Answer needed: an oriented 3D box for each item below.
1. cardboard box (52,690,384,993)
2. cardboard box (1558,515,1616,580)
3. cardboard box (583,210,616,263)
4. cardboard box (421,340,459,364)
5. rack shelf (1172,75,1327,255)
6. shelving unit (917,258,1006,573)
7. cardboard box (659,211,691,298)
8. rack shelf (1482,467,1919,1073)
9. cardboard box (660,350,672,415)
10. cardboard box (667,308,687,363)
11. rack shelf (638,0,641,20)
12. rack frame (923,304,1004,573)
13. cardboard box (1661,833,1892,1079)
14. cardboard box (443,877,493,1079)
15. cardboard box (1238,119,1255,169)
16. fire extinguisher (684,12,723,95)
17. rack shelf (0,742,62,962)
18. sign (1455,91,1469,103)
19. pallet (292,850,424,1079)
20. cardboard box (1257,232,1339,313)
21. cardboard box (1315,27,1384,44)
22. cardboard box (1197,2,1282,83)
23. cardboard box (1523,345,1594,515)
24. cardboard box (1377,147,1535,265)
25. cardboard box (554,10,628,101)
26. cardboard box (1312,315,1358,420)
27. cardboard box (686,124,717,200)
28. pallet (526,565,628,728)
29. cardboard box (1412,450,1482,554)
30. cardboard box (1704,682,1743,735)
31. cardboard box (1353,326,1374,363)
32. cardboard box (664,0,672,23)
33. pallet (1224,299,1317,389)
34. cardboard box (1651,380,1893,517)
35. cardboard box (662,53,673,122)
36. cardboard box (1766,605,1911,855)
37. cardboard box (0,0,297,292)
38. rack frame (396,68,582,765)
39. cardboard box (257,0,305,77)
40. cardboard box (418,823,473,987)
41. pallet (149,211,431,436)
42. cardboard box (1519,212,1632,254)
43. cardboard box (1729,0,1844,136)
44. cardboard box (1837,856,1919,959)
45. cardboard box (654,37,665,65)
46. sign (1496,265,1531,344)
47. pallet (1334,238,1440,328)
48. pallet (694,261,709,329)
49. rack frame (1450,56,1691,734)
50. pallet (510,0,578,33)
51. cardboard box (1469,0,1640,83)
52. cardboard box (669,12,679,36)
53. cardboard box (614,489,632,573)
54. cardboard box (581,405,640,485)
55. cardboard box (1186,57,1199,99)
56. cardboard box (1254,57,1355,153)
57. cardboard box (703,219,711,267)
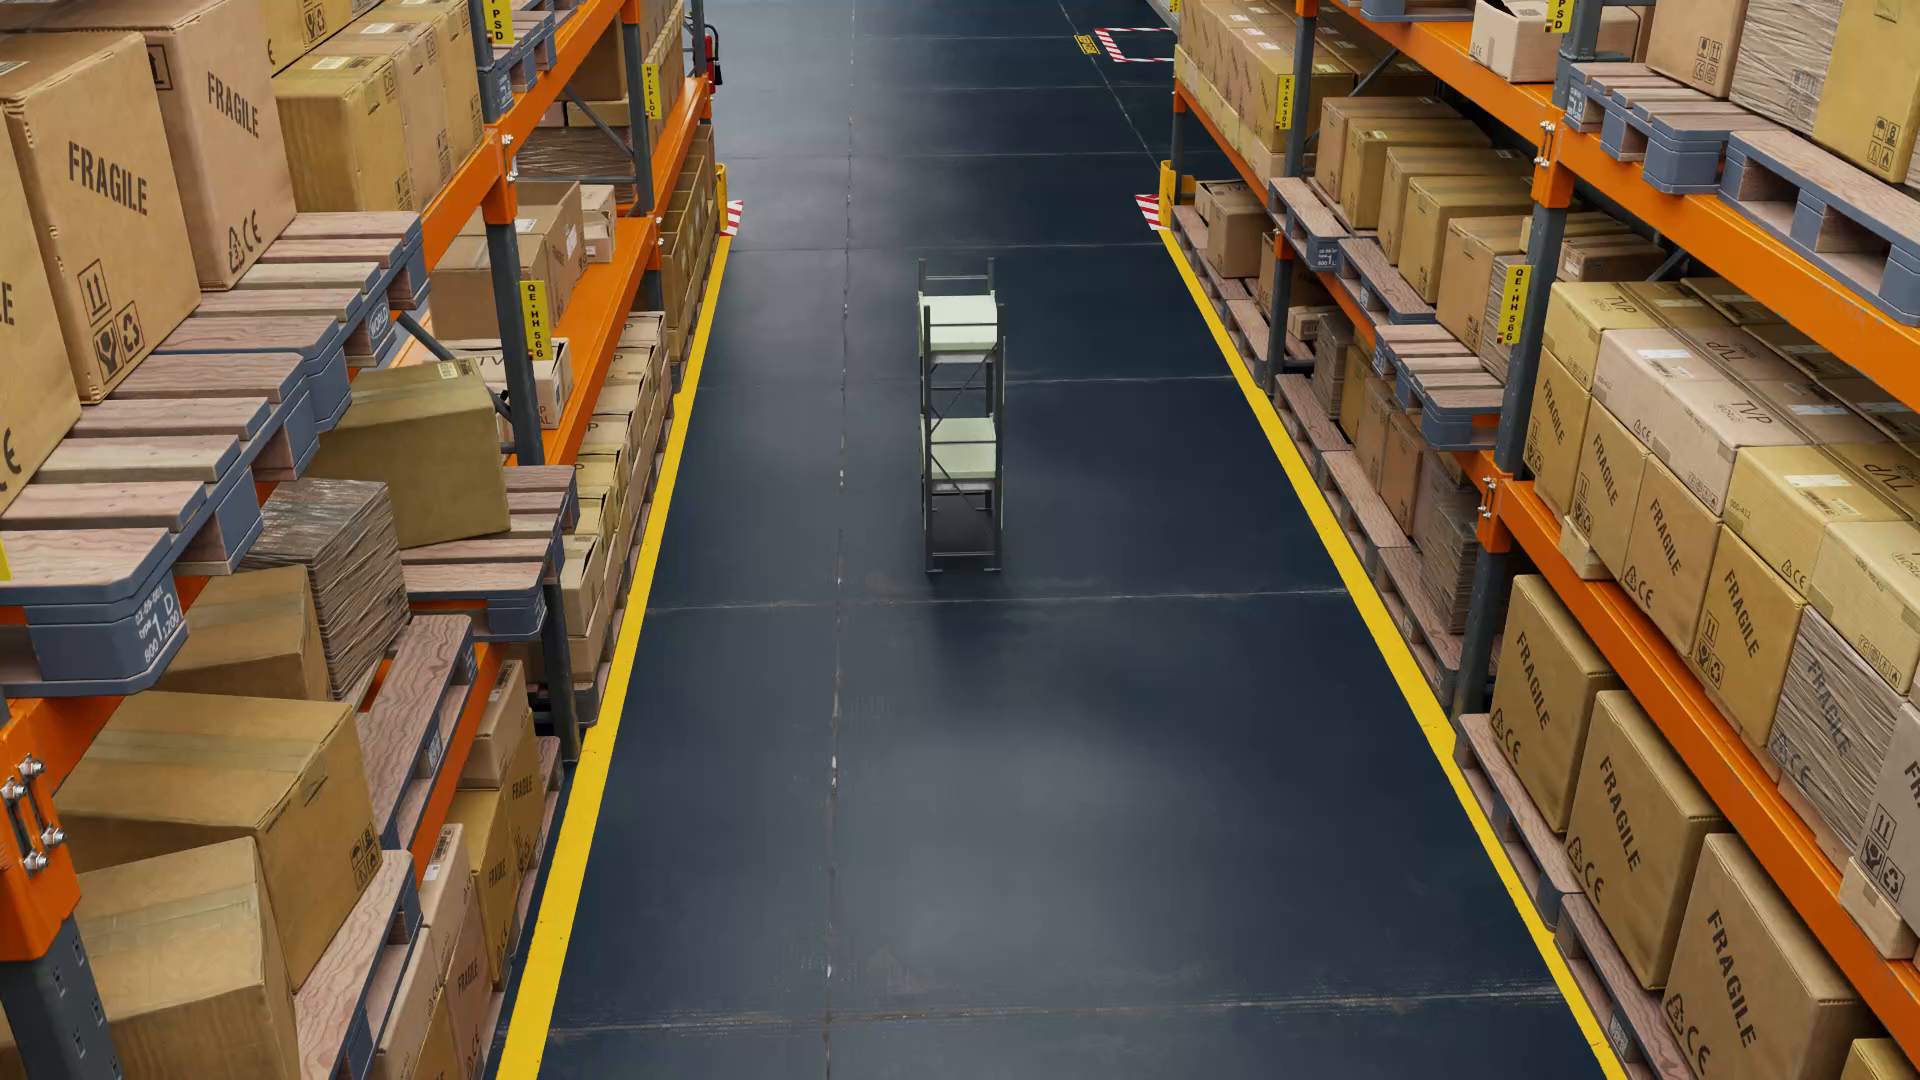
[{"bbox_3d":[-1.884,0.721,4.062,0.700,0.500,0.500,3,28,5],"label":"cardboard box"},{"bbox_3d":[2.474,0.024,6.209,0.380,0.149,0.250,-1,28,-1],"label":"cardboard box"},{"bbox_3d":[-2.172,-1.742,9.491,0.396,0.266,0.258,-2,28,-4],"label":"cardboard box"},{"bbox_3d":[-2.315,-0.832,7.873,0.380,0.149,0.250,1,28,1],"label":"cardboard box"},{"bbox_3d":[2.441,-2.929,12.400,1.077,0.370,4.000,-1,28,-3],"label":"rack shelf"},{"bbox_3d":[0.000,-0.668,8.909,0.431,1.500,0.755,-1,28,-3],"label":"shelving unit"},{"bbox_3d":[-2.147,-1.955,11.463,0.500,0.500,0.500,-1,28,-3],"label":"cardboard box"},{"bbox_3d":[2.859,0.766,5.316,1.077,0.370,4.000,-1,28,-3],"label":"rack shelf"},{"bbox_3d":[-2.090,-0.986,10.415,0.500,0.250,0.500,-2,28,-3],"label":"cardboard box"},{"bbox_3d":[-2.123,-1.391,11.194,0.500,0.250,0.500,-1,28,-3],"label":"cardboard box"},{"bbox_3d":[-2.506,-4.138,11.474,1.077,0.370,4.000,-1,28,-3],"label":"rack shelf"},{"bbox_3d":[0.019,-0.499,8.585,0.400,1.500,0.023,-1,28,-3],"label":"rack frame"},{"bbox_3d":[2.750,1.430,5.136,0.750,0.750,0.750,-1,28,-1],"label":"cardboard box"},{"bbox_3d":[-1.849,1.465,5.425,0.500,0.500,0.500,-2,28,-5],"label":"cardboard box"},{"bbox_3d":[2.200,-2.708,11.340,0.500,0.250,0.500,-1,28,-2],"label":"cardboard box"},{"bbox_3d":[-2.152,-4.082,13.916,0.296,0.674,0.183,-1,28,-3],"label":"fire extinguisher"},{"bbox_3d":[-1.879,1.404,0.848,1.077,0.370,4.000,-1,28,-3],"label":"rack shelf"},{"bbox_3d":[3.100,-2.853,10.224,0.100,0.325,0.005,-1,28,-3],"label":"sign"},{"bbox_3d":[-1.916,1.205,3.904,1.003,0.211,1.213,-1,28,-3],"label":"pallet"},{"bbox_3d":[2.451,-1.889,11.856,0.500,0.500,0.500,-3,28,-7],"label":"cardboard box"},{"bbox_3d":[2.686,-3.291,11.645,0.500,0.500,0.500,-1,28,-1],"label":"cardboard box"},{"bbox_3d":[2.098,-3.751,12.529,0.500,0.500,0.500,-2,28,-4],"label":"cardboard box"},{"bbox_3d":[2.524,-0.432,6.383,0.500,0.500,0.500,-1,28,-1],"label":"cardboard box"},{"bbox_3d":[2.626,-1.766,8.809,0.700,0.500,0.500,2,28,4],"label":"cardboard box"},{"bbox_3d":[-2.431,-3.027,10.300,0.700,0.500,0.500,-1,28,-2],"label":"cardboard box"},{"bbox_3d":[2.601,-1.072,10.288,0.700,0.500,0.500,0,28,-1],"label":"cardboard box"},{"bbox_3d":[-2.285,-3.109,13.676,0.500,0.500,0.500,-1,28,-3],"label":"cardboard box"},{"bbox_3d":[-2.196,0.500,8.064,1.003,0.211,1.213,-1,28,-3],"label":"pallet"},{"bbox_3d":[2.754,-0.136,8.494,0.700,0.500,0.500,-1,28,-3],"label":"cardboard box"},{"bbox_3d":[2.631,0.491,5.315,0.380,0.149,0.250,-1,28,-2],"label":"cardboard box"},{"bbox_3d":[2.627,-1.201,9.725,0.500,0.250,0.500,-2,28,-4],"label":"cardboard box"},{"bbox_3d":[-2.563,-4.187,12.523,0.700,0.500,0.500,-2,28,-4],"label":"cardboard box"},{"bbox_3d":[2.475,-1.397,11.701,1.003,0.211,1.213,-1,28,-3],"label":"pallet"},{"bbox_3d":[2.580,-0.300,5.319,0.500,0.250,0.500,-1,28,-2],"label":"cardboard box"},{"bbox_3d":[-2.546,-3.407,12.430,0.700,0.500,0.500,-1,28,-2],"label":"cardboard box"},{"bbox_3d":[2.633,0.510,4.576,0.500,0.500,0.500,-1,28,-3],"label":"cardboard box"},{"bbox_3d":[-2.009,-0.964,3.940,0.600,0.600,0.600,-2,28,-5],"label":"cardboard box"},{"bbox_3d":[-2.192,-0.356,6.688,1.000,3.000,0.127,-1,28,-3],"label":"rack frame"},{"bbox_3d":[-2.123,-1.501,4.451,0.500,0.500,0.500,-1,28,-3],"label":"cardboard box"},{"bbox_3d":[-1.844,1.150,5.219,0.500,0.250,0.500,-2,28,-4],"label":"cardboard box"},{"bbox_3d":[-2.005,-0.537,3.995,1.213,0.211,1.003,-1,28,-3],"label":"pallet"},{"bbox_3d":[2.675,-1.311,7.234,0.380,0.149,0.250,-6,28,-11],"label":"cardboard box"},{"bbox_3d":[2.917,-1.580,5.209,0.700,0.500,0.500,-3,28,-5],"label":"cardboard box"},{"bbox_3d":[2.585,0.966,4.404,0.380,0.149,0.250,-1,28,-3],"label":"cardboard box"},{"bbox_3d":[-2.317,-3.494,11.896,0.380,0.149,0.250,-2,28,-3],"label":"cardboard box"},{"bbox_3d":[2.213,-0.938,6.638,0.100,0.325,0.005,-1,28,-3],"label":"sign"},{"bbox_3d":[2.610,-1.305,8.716,1.003,0.211,1.213,-1,28,-3],"label":"pallet"},{"bbox_3d":[-2.468,-1.900,12.664,1.003,0.211,1.213,-1,28,-3],"label":"pallet"},{"bbox_3d":[2.754,-0.477,6.921,1.000,3.000,0.127,-1,28,-3],"label":"rack frame"},{"bbox_3d":[-2.378,-2.430,7.625,1.003,0.211,1.213,0,28,0],"label":"pallet"},{"bbox_3d":[2.447,-2.102,6.868,0.500,0.311,0.500,-1,28,-3],"label":"cardboard box"},{"bbox_3d":[-2.371,-3.971,12.811,0.380,0.149,0.250,-2,28,-3],"label":"cardboard box"},{"bbox_3d":[-1.987,-0.044,8.610,0.500,0.250,0.500,-2,28,-4],"label":"cardboard box"},{"bbox_3d":[-2.014,-0.536,8.946,0.500,0.311,0.500,-2,28,-3],"label":"cardboard box"},{"bbox_3d":[2.086,-3.641,13.129,0.500,0.250,0.500,-2,28,-4],"label":"cardboard box"},{"bbox_3d":[2.212,-2.810,10.724,0.500,0.500,0.500,-1,28,-3],"label":"cardboard box"},{"bbox_3d":[-2.221,-2.315,12.965,0.500,0.250,0.500,-1,28,-3],"label":"cardboard box"}]
